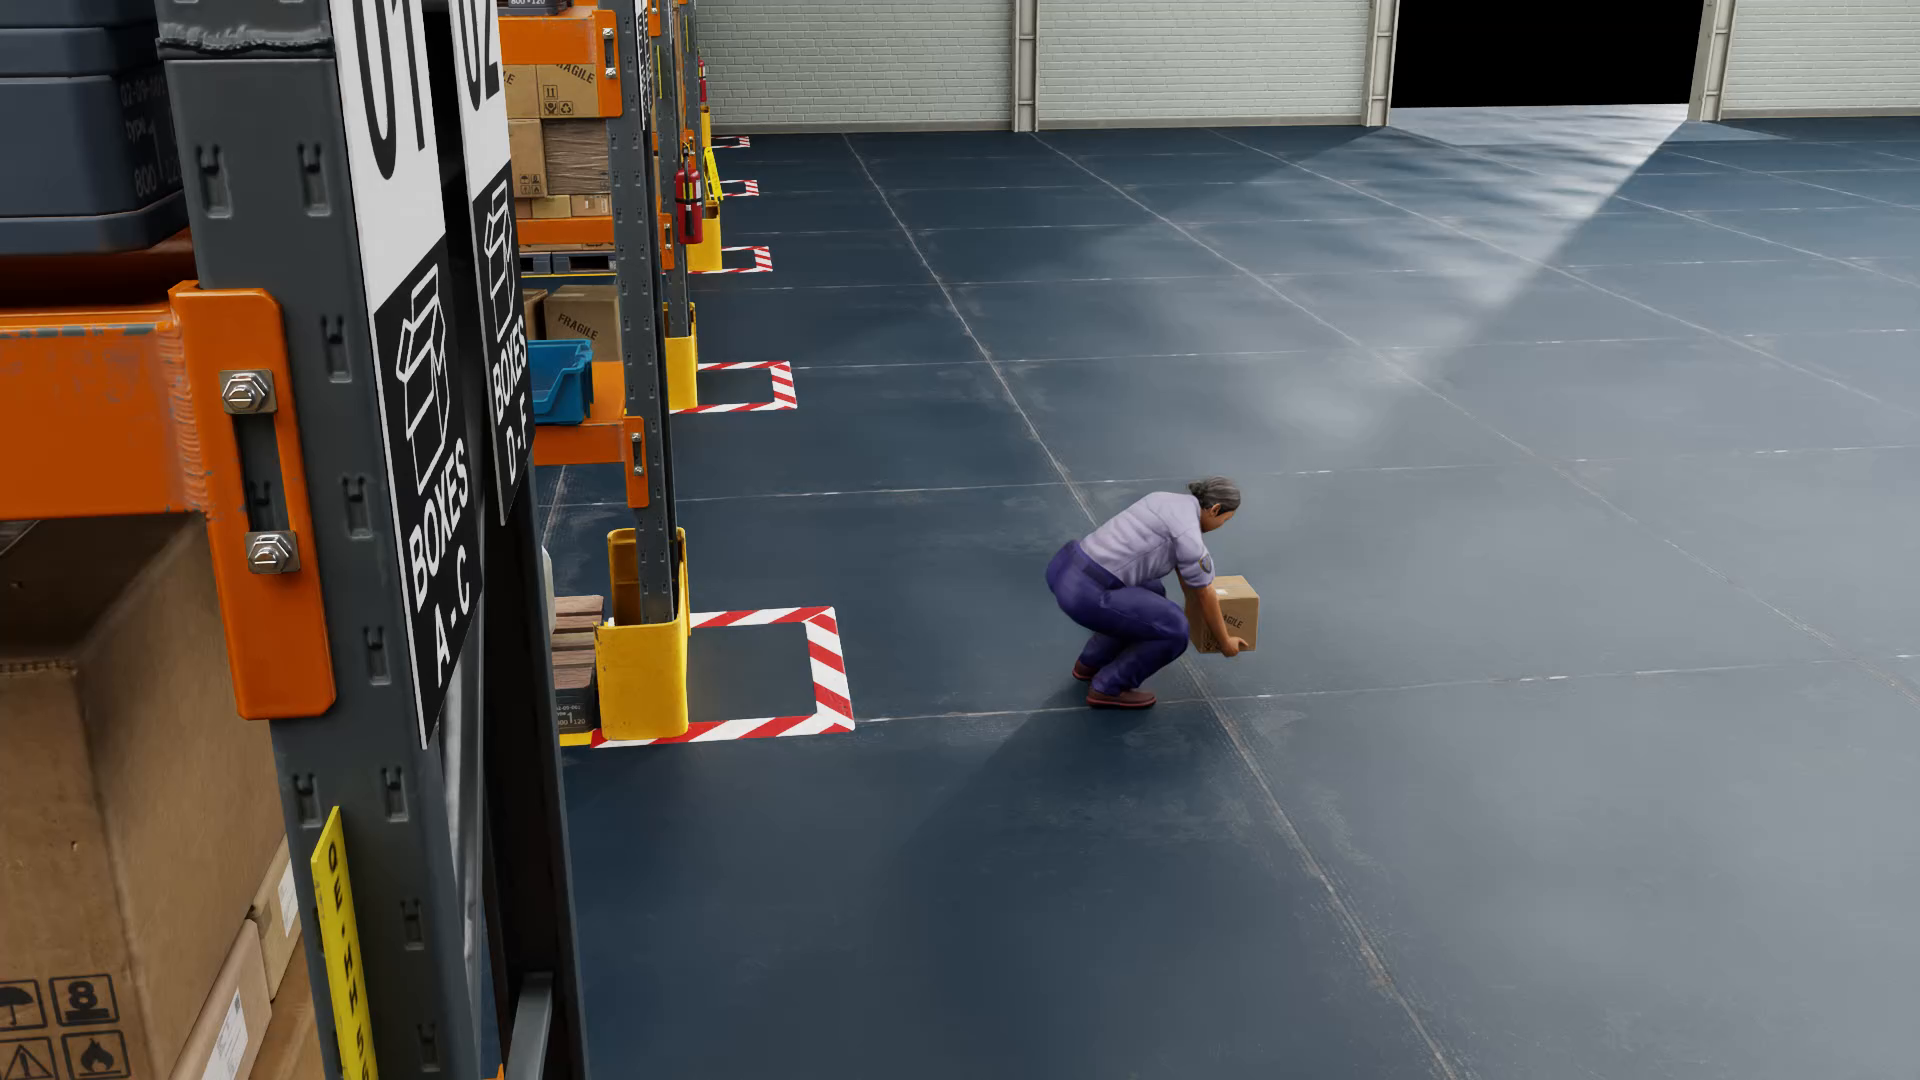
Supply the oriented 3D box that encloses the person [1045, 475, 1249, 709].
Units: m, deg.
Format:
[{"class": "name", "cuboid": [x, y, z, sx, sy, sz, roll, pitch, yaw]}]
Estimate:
[{"class": "person", "cuboid": [0.794, 0.208, 7.074, 0.853, 0.940, 0.510, -3, 20, -9]}]
